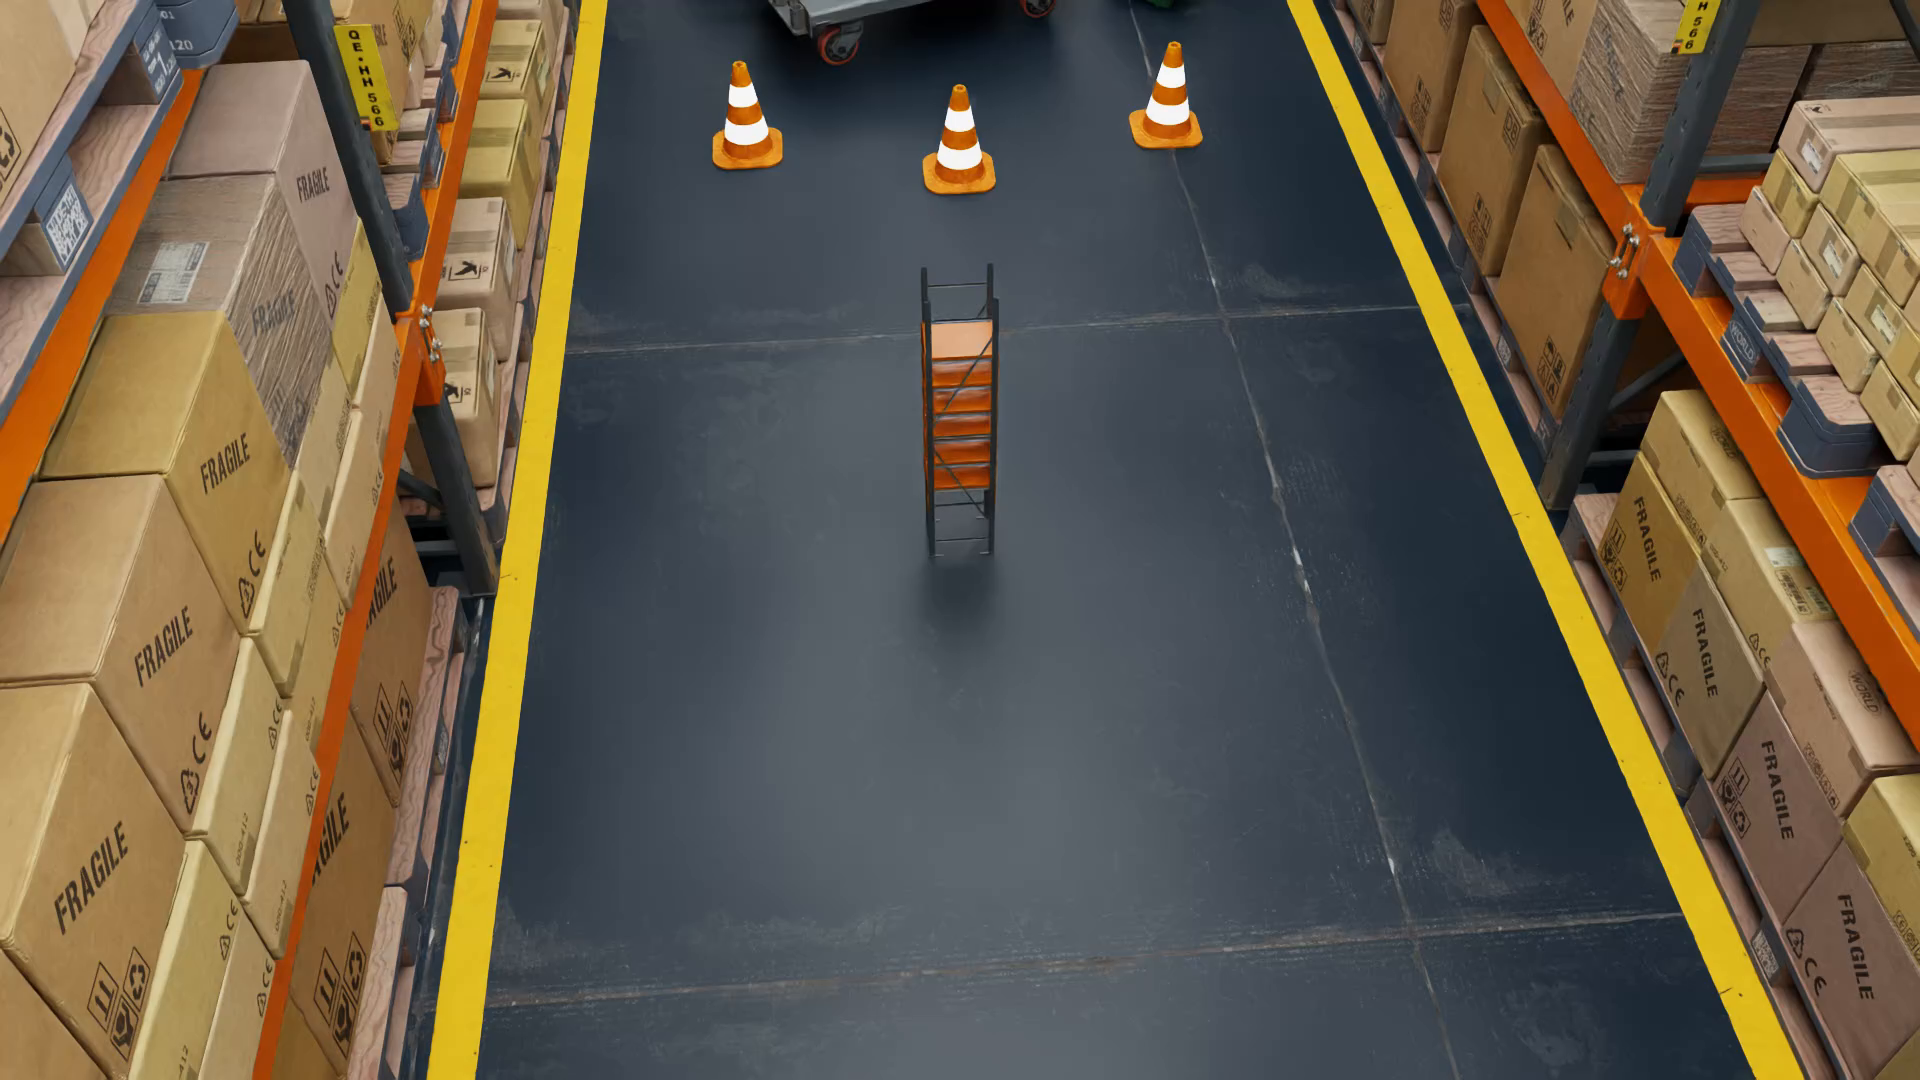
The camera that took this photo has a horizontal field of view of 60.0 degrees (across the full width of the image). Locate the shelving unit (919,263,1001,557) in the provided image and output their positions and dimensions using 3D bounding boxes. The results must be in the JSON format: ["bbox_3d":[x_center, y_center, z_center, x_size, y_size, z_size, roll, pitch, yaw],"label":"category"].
[{"bbox_3d":[-0.001,-0.423,5.824,0.258,1.200,0.189,-3,47,-3],"label":"shelving unit"}]

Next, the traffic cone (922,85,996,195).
[{"bbox_3d":[-0.005,-1.899,7.730,0.336,0.463,0.334,-3,47,-3],"label":"traffic cone"}]

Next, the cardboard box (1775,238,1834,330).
[{"bbox_3d":[2.593,-0.741,4.769,0.380,0.149,0.250,-1,47,-1],"label":"cardboard box"}]

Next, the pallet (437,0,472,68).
[{"bbox_3d":[-2.396,-2.202,6.402,1.003,0.211,1.213,-3,47,-3],"label":"pallet"}]

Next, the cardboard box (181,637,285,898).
[{"bbox_3d":[-1.742,0.491,3.478,0.500,0.250,0.500,-5,47,-4],"label":"cardboard box"}]

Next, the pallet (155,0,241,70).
[{"bbox_3d":[-2.083,-1.343,3.520,1.213,0.211,1.003,-2,47,-1],"label":"pallet"}]

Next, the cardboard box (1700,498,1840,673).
[{"bbox_3d":[2.593,0.125,4.982,0.500,0.250,0.500,-4,47,-4],"label":"cardboard box"}]

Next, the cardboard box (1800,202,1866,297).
[{"bbox_3d":[2.600,-0.815,4.635,0.380,0.149,0.250,-1,47,-1],"label":"cardboard box"}]

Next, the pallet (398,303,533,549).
[{"bbox_3d":[-2.254,-0.445,6.526,1.003,0.211,1.213,-3,47,-3],"label":"pallet"}]

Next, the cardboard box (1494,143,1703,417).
[{"bbox_3d":[2.773,-1.030,6.419,1.050,0.750,0.750,-4,47,-4],"label":"cardboard box"}]

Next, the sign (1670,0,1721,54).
[{"bbox_3d":[2.182,-1.575,4.878,0.100,0.325,0.005,-3,47,-3],"label":"sign"}]

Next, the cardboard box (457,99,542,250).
[{"bbox_3d":[-2.355,-1.571,7.193,0.950,0.372,0.625,-2,47,-2],"label":"cardboard box"}]

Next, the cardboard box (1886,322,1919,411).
[{"bbox_3d":[2.647,-0.440,4.279,0.380,0.149,0.250,-3,47,-3],"label":"cardboard box"}]

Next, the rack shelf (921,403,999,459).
[{"bbox_3d":[-0.001,-0.392,5.857,0.258,0.103,0.180,-3,47,-3],"label":"rack shelf"}]

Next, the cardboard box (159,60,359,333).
[{"bbox_3d":[-1.886,-0.859,4.240,0.500,0.500,0.500,-5,47,-4],"label":"cardboard box"}]

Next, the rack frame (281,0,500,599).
[{"bbox_3d":[-2.190,-0.839,4.978,1.000,3.000,0.127,-3,47,-3],"label":"rack frame"}]

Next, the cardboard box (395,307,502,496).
[{"bbox_3d":[-2.227,-0.489,6.168,0.950,0.372,0.625,-6,47,-6],"label":"cardboard box"}]

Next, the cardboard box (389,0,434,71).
[{"bbox_3d":[-2.047,-1.836,5.360,0.500,0.500,0.500,-1,47,-1],"label":"cardboard box"}]

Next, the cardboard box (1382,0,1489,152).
[{"bbox_3d":[2.618,-2.336,7.656,1.050,0.750,0.750,-3,47,-3],"label":"cardboard box"}]

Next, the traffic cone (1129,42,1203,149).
[{"bbox_3d":[1.007,-2.172,7.989,0.336,0.463,0.334,-3,47,-3],"label":"traffic cone"}]

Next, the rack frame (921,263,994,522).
[{"bbox_3d":[-0.009,-0.489,5.887,0.240,1.200,0.006,-3,47,-3],"label":"rack frame"}]

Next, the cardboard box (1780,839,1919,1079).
[{"bbox_3d":[2.675,1.134,4.543,0.500,0.500,0.500,-4,47,-4],"label":"cardboard box"}]

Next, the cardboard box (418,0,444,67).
[{"bbox_3d":[-2.001,-1.751,5.726,0.380,0.149,0.250,-3,47,-3],"label":"cardboard box"}]

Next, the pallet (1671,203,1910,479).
[{"bbox_3d":[2.900,-0.638,4.920,1.213,0.211,1.003,-3,47,-3],"label":"pallet"}]

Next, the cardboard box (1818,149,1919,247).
[{"bbox_3d":[2.605,-0.935,4.543,0.380,0.149,0.250,-5,47,-4],"label":"cardboard box"}]

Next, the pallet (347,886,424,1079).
[{"bbox_3d":[-2.100,1.576,4.612,1.003,0.211,1.213,-3,47,-3],"label":"pallet"}]

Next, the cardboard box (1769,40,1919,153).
[{"bbox_3d":[2.966,-1.588,5.619,0.500,0.500,0.500,-3,47,-3],"label":"cardboard box"}]

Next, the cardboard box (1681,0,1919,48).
[{"bbox_3d":[2.707,-1.916,5.241,0.700,0.500,0.500,-4,47,-4],"label":"cardboard box"}]

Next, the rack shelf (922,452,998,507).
[{"bbox_3d":[-0.001,-0.227,6.031,0.258,0.103,0.180,-3,47,-3],"label":"rack shelf"}]

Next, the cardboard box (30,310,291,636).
[{"bbox_3d":[-1.800,-0.128,3.548,0.500,0.500,0.500,-3,47,-3],"label":"cardboard box"}]

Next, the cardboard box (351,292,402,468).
[{"bbox_3d":[-1.889,-0.437,4.701,0.500,0.250,0.500,-5,47,-5],"label":"cardboard box"}]

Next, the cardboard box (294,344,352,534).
[{"bbox_3d":[-1.849,-0.253,4.183,0.500,0.250,0.500,-5,47,-4],"label":"cardboard box"}]

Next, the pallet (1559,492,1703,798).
[{"bbox_3d":[2.798,0.312,5.809,1.003,0.211,1.213,-3,47,-3],"label":"pallet"}]

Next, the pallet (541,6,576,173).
[{"bbox_3d":[-2.458,-2.211,8.198,1.003,0.211,1.213,-3,47,-3],"label":"pallet"}]

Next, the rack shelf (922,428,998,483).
[{"bbox_3d":[-0.001,-0.310,5.944,0.258,0.103,0.180,-3,47,-3],"label":"rack shelf"}]

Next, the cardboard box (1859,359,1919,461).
[{"bbox_3d":[2.640,-0.350,4.400,0.380,0.149,0.250,-2,47,-1],"label":"cardboard box"}]

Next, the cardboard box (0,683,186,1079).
[{"bbox_3d":[-1.715,0.612,2.847,0.500,0.500,0.500,-5,47,-4],"label":"cardboard box"}]

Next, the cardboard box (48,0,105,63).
[{"bbox_3d":[-1.726,-0.993,2.862,0.396,0.266,0.258,-5,47,-4],"label":"cardboard box"}]

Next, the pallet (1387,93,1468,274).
[{"bbox_3d":[2.645,-1.709,7.724,1.003,0.211,1.213,-3,47,-3],"label":"pallet"}]

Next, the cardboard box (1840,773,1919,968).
[{"bbox_3d":[2.667,0.861,4.285,0.500,0.250,0.500,-5,47,-5],"label":"cardboard box"}]

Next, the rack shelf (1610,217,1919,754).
[{"bbox_3d":[2.902,0.482,4.223,1.077,0.370,4.000,-3,47,-3],"label":"rack shelf"}]

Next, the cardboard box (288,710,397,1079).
[{"bbox_3d":[-2.144,0.898,4.508,0.875,0.875,0.875,-3,47,-3],"label":"cardboard box"}]

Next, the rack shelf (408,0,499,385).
[{"bbox_3d":[-2.357,-2.038,6.610,1.077,0.370,4.000,-3,47,-3],"label":"rack shelf"}]

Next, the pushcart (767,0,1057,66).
[{"bbox_3d":[-0.257,-3.006,8.837,1.648,0.377,0.936,-19,49,-17],"label":"pushcart"}]

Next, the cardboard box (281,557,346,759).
[{"bbox_3d":[-1.804,0.297,4.006,0.500,0.250,0.500,-4,47,-4],"label":"cardboard box"}]

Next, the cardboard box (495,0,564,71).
[{"bbox_3d":[-2.478,-2.594,8.162,0.950,0.372,0.625,-3,47,-3],"label":"cardboard box"}]

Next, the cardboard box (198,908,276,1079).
[{"bbox_3d":[-1.700,1.026,3.315,0.500,0.250,0.500,-4,47,-4],"label":"cardboard box"}]

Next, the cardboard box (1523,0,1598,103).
[{"bbox_3d":[2.389,-1.918,5.931,0.500,0.500,0.500,-3,47,-3],"label":"cardboard box"}]

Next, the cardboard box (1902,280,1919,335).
[{"bbox_3d":[2.643,-0.565,4.194,0.380,0.149,0.250,-5,47,-5],"label":"cardboard box"}]

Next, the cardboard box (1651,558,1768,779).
[{"bbox_3d":[2.585,0.393,5.244,0.500,0.500,0.500,-3,47,-3],"label":"cardboard box"}]
